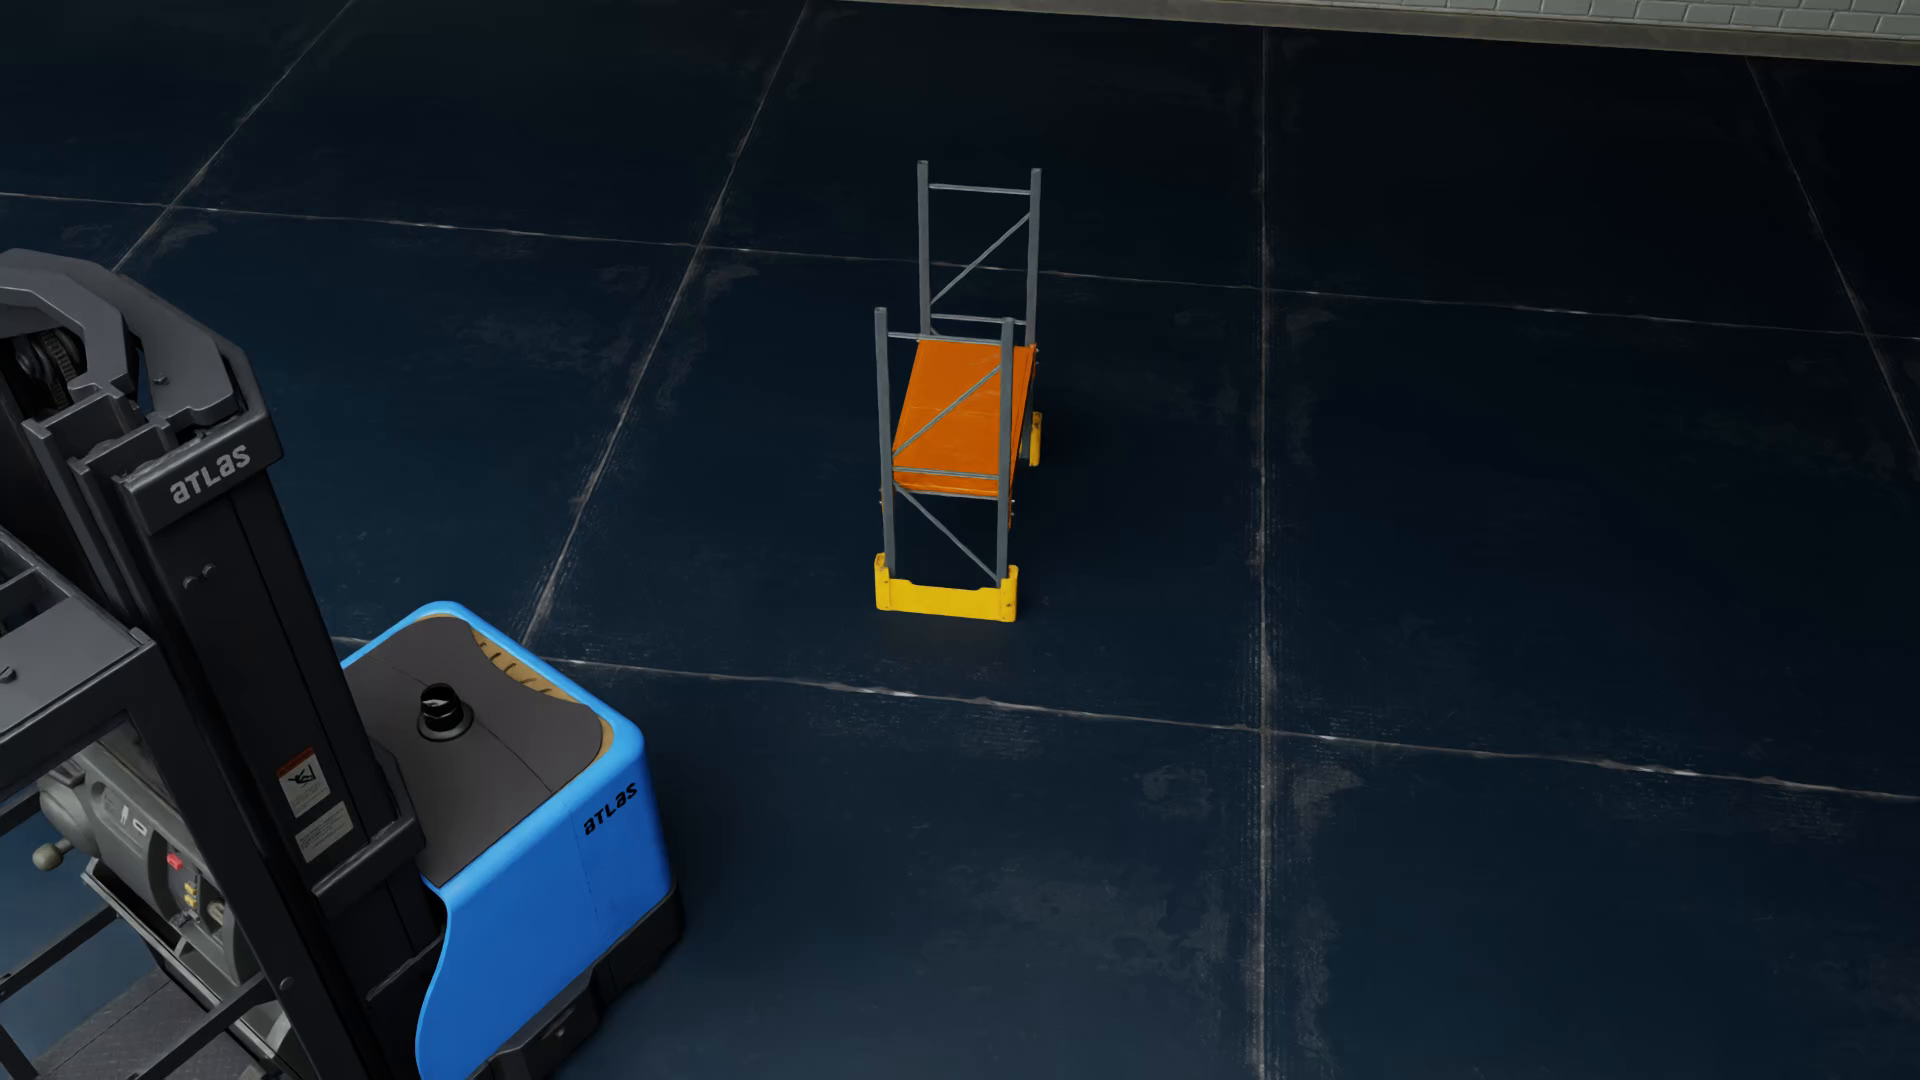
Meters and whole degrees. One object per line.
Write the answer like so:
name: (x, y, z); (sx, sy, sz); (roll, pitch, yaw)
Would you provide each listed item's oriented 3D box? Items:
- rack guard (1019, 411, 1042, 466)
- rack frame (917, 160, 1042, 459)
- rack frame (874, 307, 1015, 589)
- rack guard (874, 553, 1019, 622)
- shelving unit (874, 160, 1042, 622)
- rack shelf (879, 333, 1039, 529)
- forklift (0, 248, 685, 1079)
rack guard: (0.076, -0.482, 7.577); (0.587, 0.250, 0.087); (5, 44, 6)
rack frame: (0.078, -0.949, 7.162); (0.500, 1.500, 0.032); (5, 44, 6)
rack frame: (-0.056, -0.256, 6.430); (0.500, 1.500, 0.032); (5, 44, 6)
rack guard: (-0.056, 0.197, 6.860); (0.587, 0.250, 0.087); (5, 44, 6)
shelving unit: (0.010, -0.597, 6.789); (0.587, 1.500, 1.083); (5, 44, 6)
rack shelf: (0.011, -0.472, 6.919); (0.538, 0.185, 1.000); (5, 44, 6)
forklift: (-2.261, 0.889, 4.179); (1.130, 2.935, 3.031); (29, 50, 27)
